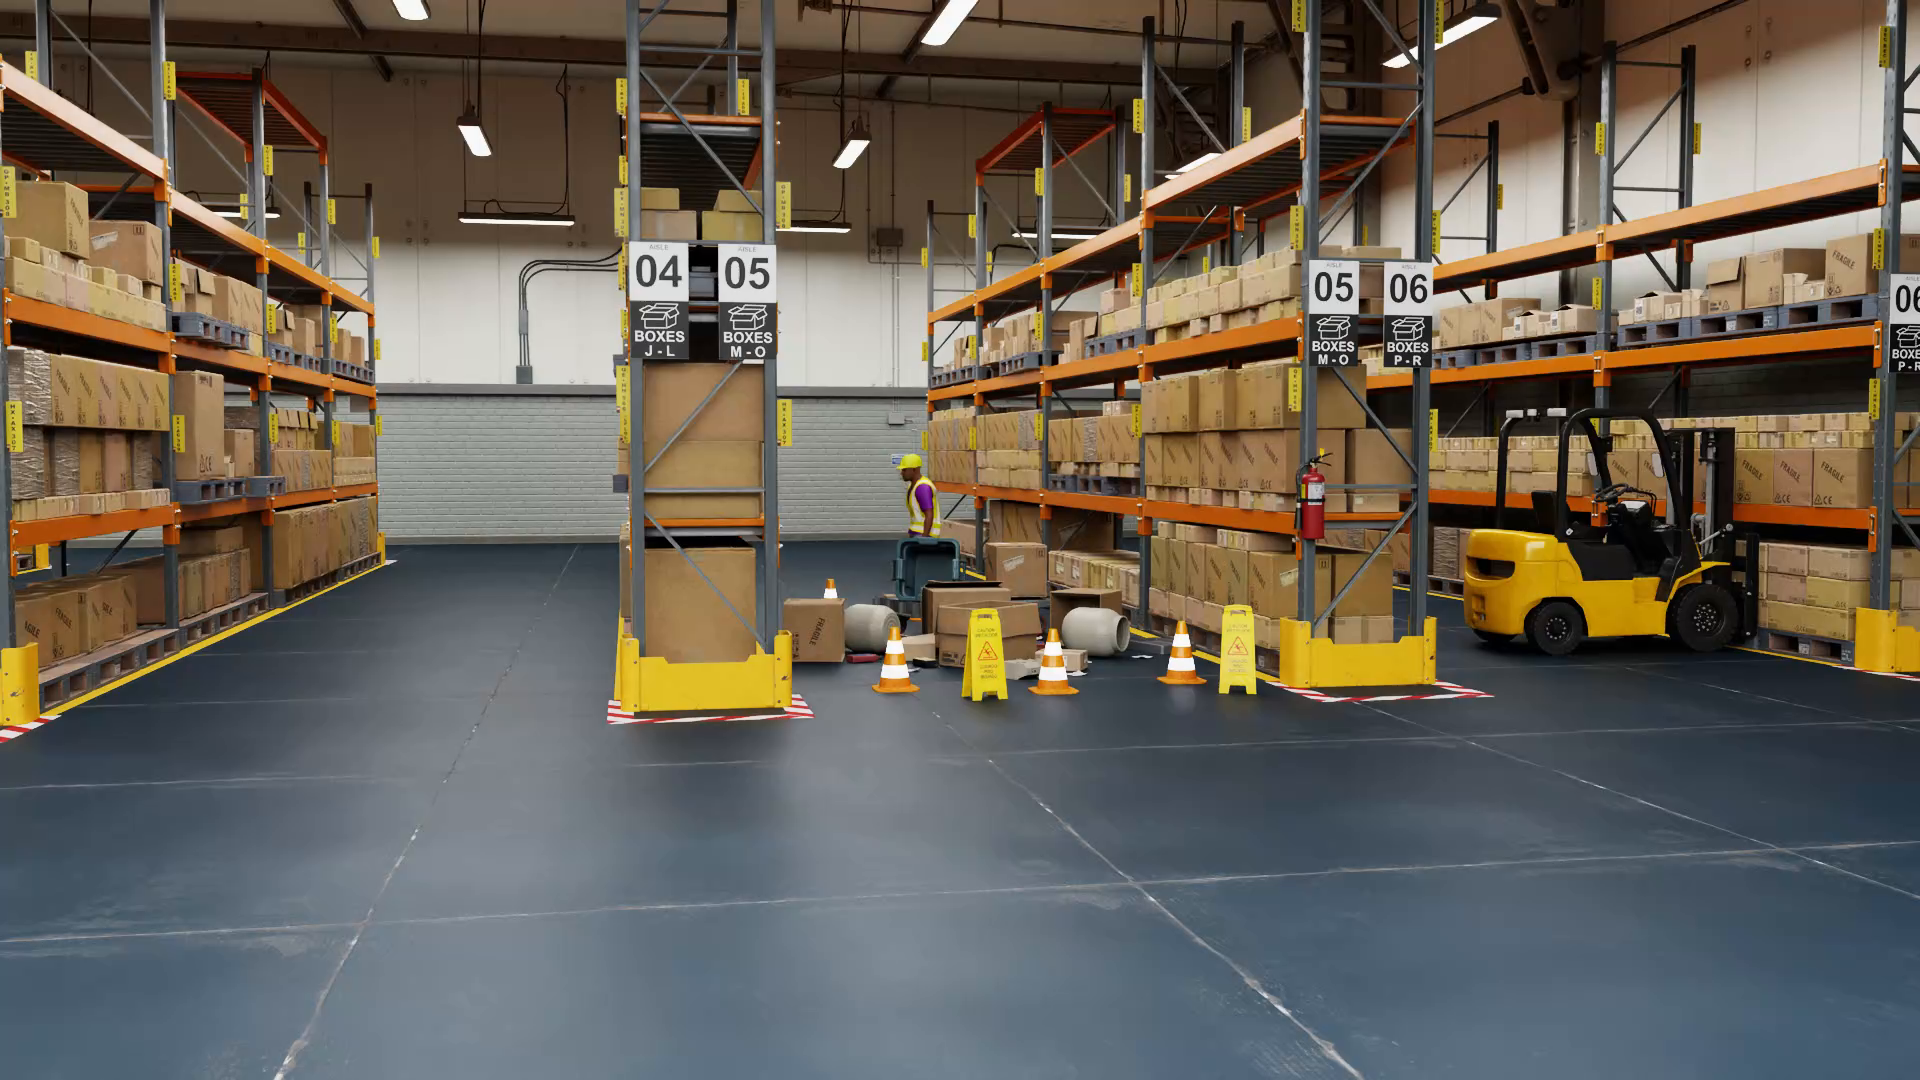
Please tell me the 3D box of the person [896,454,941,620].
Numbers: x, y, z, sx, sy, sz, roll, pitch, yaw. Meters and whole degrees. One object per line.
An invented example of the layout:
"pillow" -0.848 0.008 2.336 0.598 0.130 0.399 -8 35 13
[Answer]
"person" -0.455 -0.015 17.739 0.472 1.802 0.625 -1 3 -14
